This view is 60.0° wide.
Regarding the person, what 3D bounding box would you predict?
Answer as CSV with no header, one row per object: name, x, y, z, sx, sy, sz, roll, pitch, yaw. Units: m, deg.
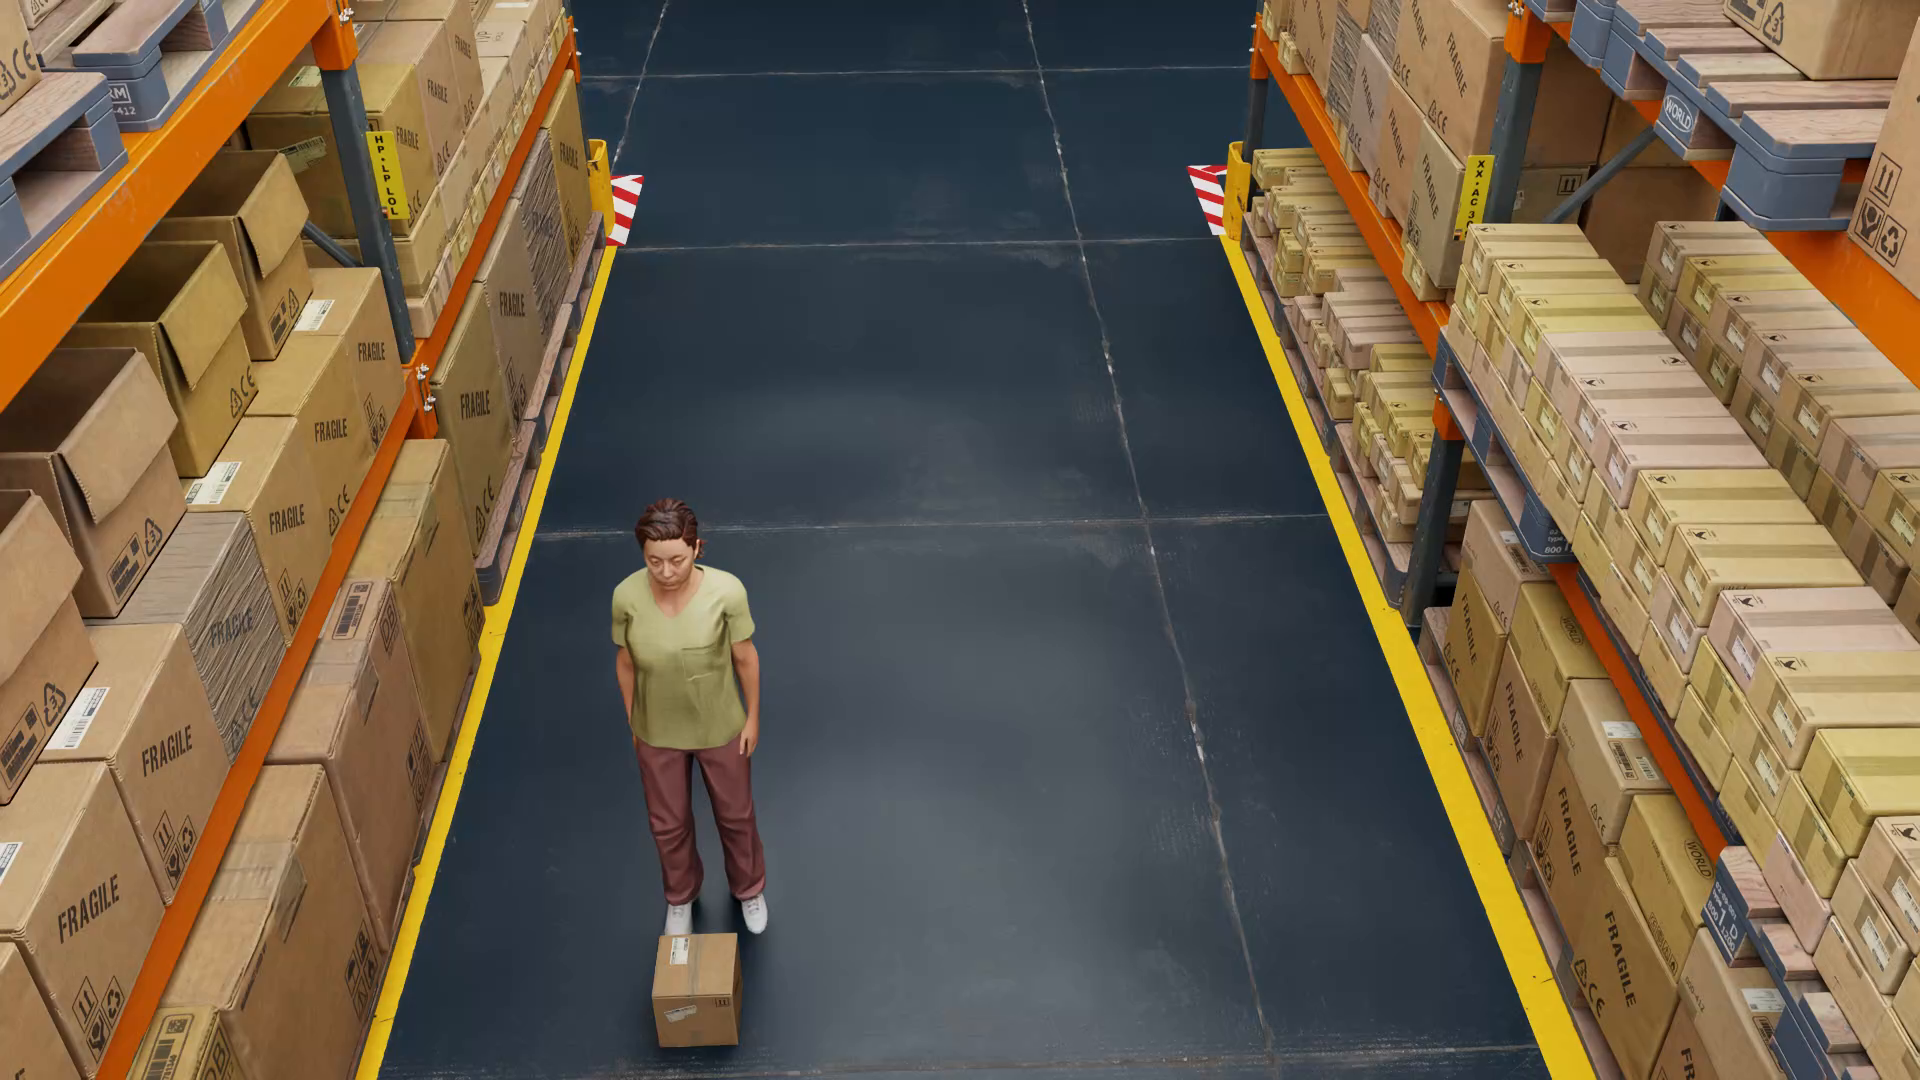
person,-0.855,0.610,5.324,0.451,1.712,0.386,-1,35,-1
